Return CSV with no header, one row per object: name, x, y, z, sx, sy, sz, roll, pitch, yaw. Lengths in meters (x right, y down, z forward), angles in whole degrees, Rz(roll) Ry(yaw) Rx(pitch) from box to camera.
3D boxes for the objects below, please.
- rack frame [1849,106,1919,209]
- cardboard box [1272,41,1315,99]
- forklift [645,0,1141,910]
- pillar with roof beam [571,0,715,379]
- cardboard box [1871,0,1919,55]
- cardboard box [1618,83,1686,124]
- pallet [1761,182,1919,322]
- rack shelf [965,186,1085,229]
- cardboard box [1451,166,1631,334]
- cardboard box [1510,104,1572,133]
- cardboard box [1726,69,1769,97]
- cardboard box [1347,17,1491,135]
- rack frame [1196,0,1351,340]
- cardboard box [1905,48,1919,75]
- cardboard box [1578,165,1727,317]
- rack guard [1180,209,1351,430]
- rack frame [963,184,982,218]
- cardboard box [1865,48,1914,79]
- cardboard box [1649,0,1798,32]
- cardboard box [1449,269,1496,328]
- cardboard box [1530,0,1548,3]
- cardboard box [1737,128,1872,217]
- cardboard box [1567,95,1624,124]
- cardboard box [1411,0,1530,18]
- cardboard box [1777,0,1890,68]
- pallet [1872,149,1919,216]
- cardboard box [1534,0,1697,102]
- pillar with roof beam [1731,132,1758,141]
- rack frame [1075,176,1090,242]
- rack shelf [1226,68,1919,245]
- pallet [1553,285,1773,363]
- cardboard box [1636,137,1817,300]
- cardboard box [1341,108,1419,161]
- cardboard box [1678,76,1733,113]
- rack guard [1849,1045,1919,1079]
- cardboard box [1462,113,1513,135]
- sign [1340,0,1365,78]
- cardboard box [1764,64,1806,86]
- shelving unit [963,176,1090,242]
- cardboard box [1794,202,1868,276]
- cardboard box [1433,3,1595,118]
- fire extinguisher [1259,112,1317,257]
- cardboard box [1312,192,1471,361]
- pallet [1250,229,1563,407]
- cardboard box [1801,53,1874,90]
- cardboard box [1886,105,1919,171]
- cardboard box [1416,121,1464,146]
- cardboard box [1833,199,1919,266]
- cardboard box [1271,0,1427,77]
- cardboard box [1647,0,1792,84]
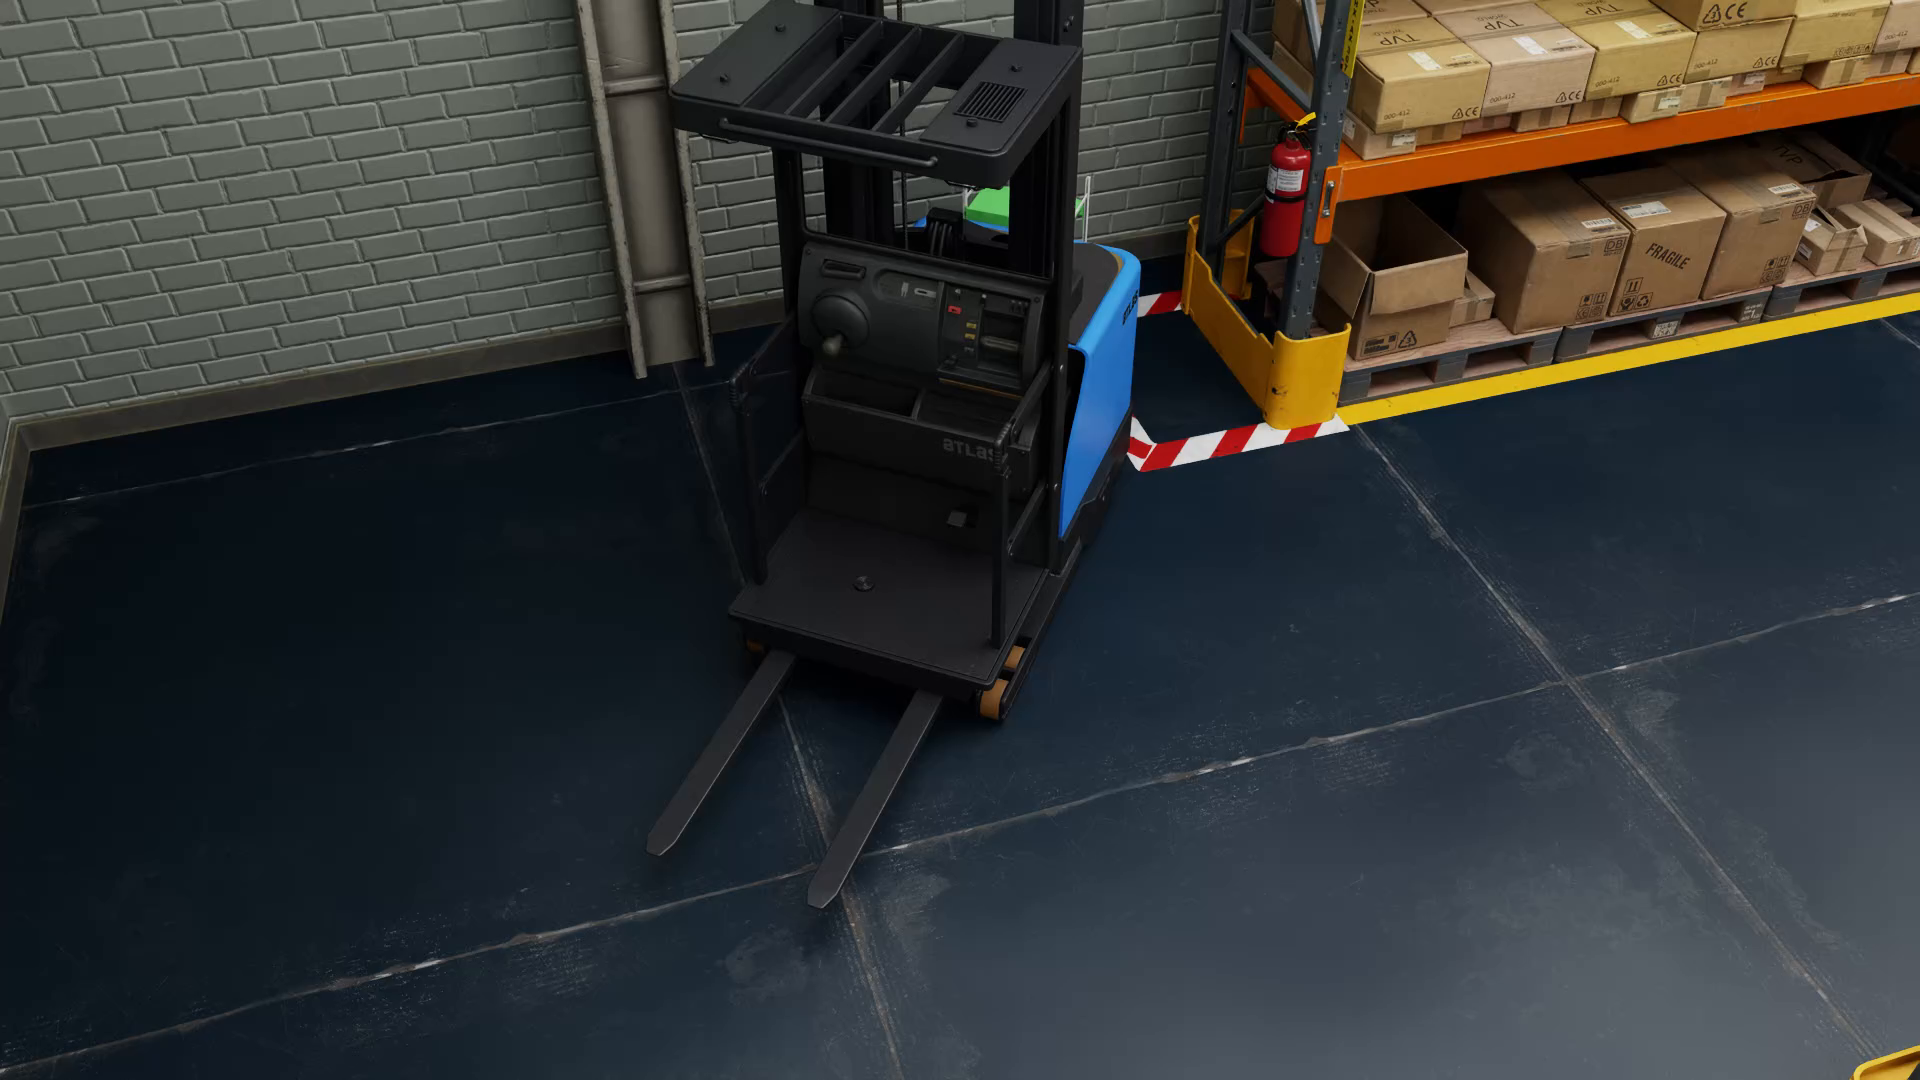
rack frame,5.210,-2.813,8.190,0.127,3.000,1.000,-12,42,-13
cardboard box,1.630,-2.162,7.636,0.250,0.149,0.380,-12,43,-14
forklift,-0.224,-0.720,5.847,1.130,2.935,3.031,14,43,16
pillar with roof beam,-0.155,-1.613,2.257,0.400,9.000,9.100,-12,42,-13
cardboard box,4.324,-2.507,7.727,0.500,0.250,0.500,-12,42,-13
cardboard box,3.034,-2.044,7.501,0.250,0.149,0.380,-13,43,-14
pallet,4.555,-1.628,8.953,1.213,0.211,1.003,-12,42,-13
rack shelf,0.290,-1.425,7.337,0.480,0.148,0.258,14,43,15
cardboard box,2.834,-1.445,8.205,0.500,0.500,0.700,-10,42,-11
cardboard box,2.519,-1.985,7.434,0.250,0.149,0.380,-10,42,-12
cardboard box,3.505,-2.203,7.683,0.250,0.149,0.380,-12,43,-13
cardboard box,1.908,-1.999,7.146,0.500,0.250,0.500,-11,42,-13
rack frame,1.395,-2.023,7.285,0.127,3.000,1.000,-12,42,-13
cardboard box,4.499,-2.365,7.869,0.250,0.149,0.380,-11,42,-12
cardboard box,3.368,-1.487,8.253,0.500,0.500,0.500,-11,42,-12
rack guard,1.467,-1.096,8.125,0.348,0.500,1.175,-12,42,-13
rack frame,0.062,-1.168,7.675,0.015,1.200,0.240,14,43,15
cardboard box,4.241,-2.331,7.829,0.250,0.149,0.380,-11,42,-12
cardboard box,3.339,-2.578,7.239,0.500,0.500,0.500,-11,42,-12
cardboard box,2.424,-1.228,8.223,0.250,0.149,0.380,-13,43,-15
cardboard box,2.720,-2.532,7.756,0.500,0.250,0.500,-10,42,-12
cardboard box,4.509,-1.976,8.957,0.500,0.311,0.500,-10,42,-12
cardboard box,2.771,-2.041,7.498,0.250,0.149,0.380,-11,42,-12
cardboard box,2.246,-2.437,7.647,0.500,0.250,0.500,-12,42,-13
cardboard box,3.844,-2.416,7.624,0.500,0.250,0.500,-12,43,-13
pallet,5.974,-1.947,9.319,1.213,0.211,1.003,-12,42,-13
cardboard box,2.872,-2.201,7.377,0.500,0.250,0.500,-12,43,-14
pillar with roof beam,5.568,-2.799,3.614,0.400,9.000,9.100,-12,42,-13
rack frame,0.519,-1.056,7.546,0.015,1.200,0.240,14,43,15
rack shelf,3.302,-2.147,7.974,4.000,0.370,1.077,-12,42,-13
pallet,3.389,-1.384,8.674,1.213,0.211,1.003,-12,42,-13
cardboard box,3.824,-1.651,8.440,0.500,0.500,0.700,-13,43,-15
cardboard box,1.791,-1.821,7.245,0.250,0.149,0.380,-12,43,-13
cardboard box,3.279,-2.109,7.575,0.250,0.149,0.380,-11,42,-12
rack guard,2.866,2.038,4.538,0.348,0.500,1.175,-12,42,-13
cardboard box,2.260,-1.974,7.420,0.250,0.149,0.380,-12,43,-14
sign,1.558,-2.008,6.611,0.005,0.325,0.100,-12,42,-13
cardboard box,3.726,-2.282,7.773,0.250,0.149,0.380,-11,42,-12
shelving unit,0.290,-1.112,7.611,0.503,1.200,0.258,14,43,15
cardboard box,4.426,-1.577,8.534,0.258,0.266,0.396,-10,42,-12
cardboard box,2.389,-2.099,7.260,0.500,0.250,0.500,-11,42,-13
fire extinguisher,1.393,-1.534,7.068,0.183,0.674,0.296,-12,42,-13
cardboard box,2.007,-1.302,8.039,0.637,0.503,0.797,-13,43,-15
pallet,2.227,-1.146,8.401,1.213,0.211,1.003,-12,42,-13
cardboard box,4.006,-2.262,7.751,0.250,0.149,0.380,-12,43,-14
cardboard box,5.589,-2.313,9.198,0.500,0.500,0.500,-12,43,-13
cardboard box,2.019,-1.900,7.336,0.250,0.149,0.380,-11,42,-12
cardboard box,4.767,-1.603,8.653,0.250,0.149,0.380,-13,43,-14
cardboard box,1.754,-2.336,7.531,0.500,0.250,0.500,-11,42,-12
cardboard box,3.353,-2.315,7.508,0.500,0.250,0.500,-13,43,-14
